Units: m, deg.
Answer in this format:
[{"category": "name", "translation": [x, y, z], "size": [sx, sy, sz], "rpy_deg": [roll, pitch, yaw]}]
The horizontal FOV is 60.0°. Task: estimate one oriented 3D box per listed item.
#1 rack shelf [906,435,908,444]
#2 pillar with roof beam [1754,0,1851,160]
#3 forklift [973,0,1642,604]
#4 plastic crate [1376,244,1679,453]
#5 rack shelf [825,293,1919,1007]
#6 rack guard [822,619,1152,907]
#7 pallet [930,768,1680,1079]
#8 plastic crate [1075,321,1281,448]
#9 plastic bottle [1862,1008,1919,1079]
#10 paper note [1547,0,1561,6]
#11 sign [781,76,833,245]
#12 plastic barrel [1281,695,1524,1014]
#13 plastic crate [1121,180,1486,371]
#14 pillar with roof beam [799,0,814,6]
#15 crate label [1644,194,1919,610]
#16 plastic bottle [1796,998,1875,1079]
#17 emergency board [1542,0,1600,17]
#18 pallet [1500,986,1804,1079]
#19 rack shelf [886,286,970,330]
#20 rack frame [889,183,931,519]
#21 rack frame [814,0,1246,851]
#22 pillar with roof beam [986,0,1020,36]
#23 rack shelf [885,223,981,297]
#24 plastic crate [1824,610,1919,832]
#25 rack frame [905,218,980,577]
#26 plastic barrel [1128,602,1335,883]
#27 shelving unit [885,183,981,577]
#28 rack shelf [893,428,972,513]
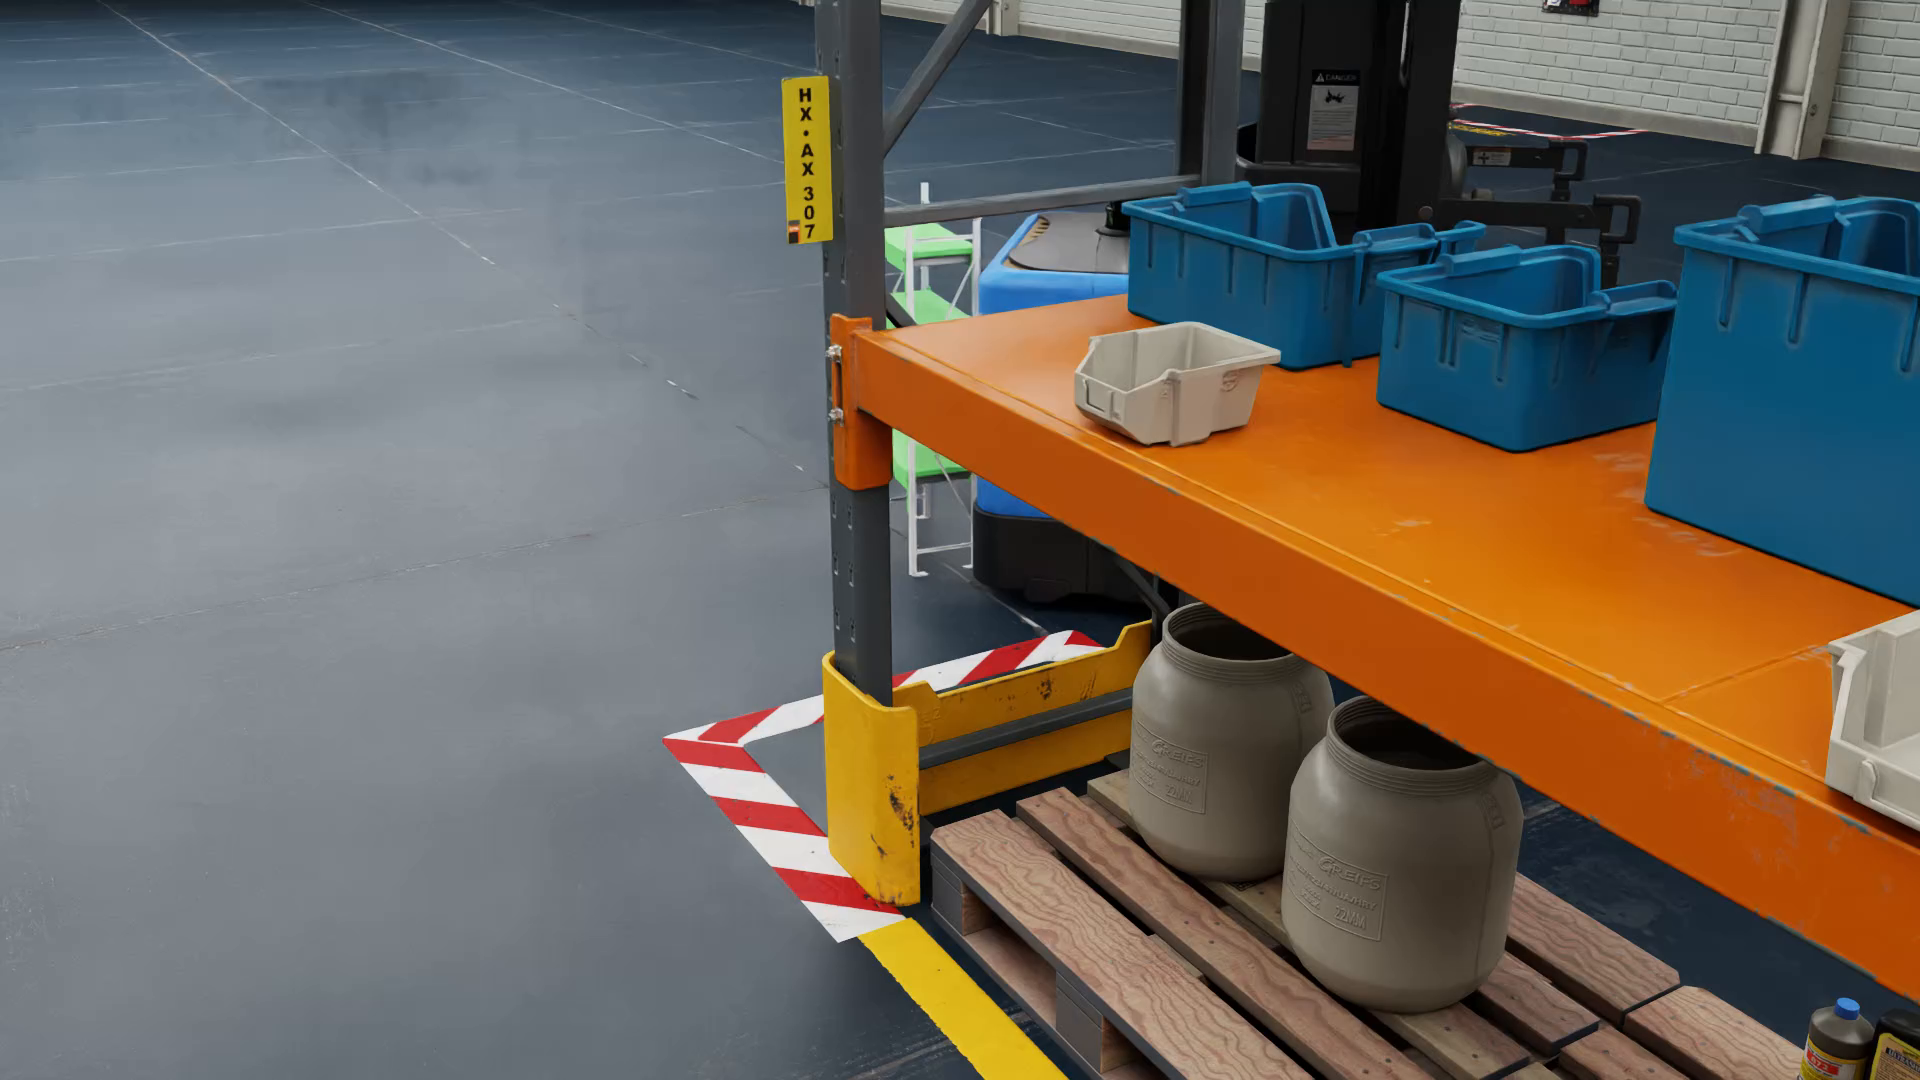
[{"category": "rack shelf", "translation": [-0.137, -0.479, 5.565], "size": [0.258, 0.148, 0.480], "rpy_deg": [-8, 23, -19]}, {"category": "pillar with roof beam", "translation": [3.024, -6.472, 9.783], "size": [9.100, 9.000, 0.400], "rpy_deg": [-13, 25, -28]}, {"category": "forklift", "translation": [1.612, -1.230, 4.944], "size": [3.031, 2.935, 1.130], "rpy_deg": [4, 23, 11]}, {"category": "plastic crate", "translation": [1.011, -0.348, 2.882], "size": [0.499, 0.251, 0.408], "rpy_deg": [-13, 25, -28]}, {"category": "rack shelf", "translation": [1.193, 0.248, 2.174], "size": [1.077, 0.370, 4.000], "rpy_deg": [-13, 25, -28]}, {"category": "rack guard", "translation": [0.251, 0.441, 4.064], "size": [1.175, 0.500, 0.348], "rpy_deg": [-13, 25, -28]}, {"category": "pallet", "translation": [0.661, 0.838, 3.468], "size": [1.003, 0.211, 1.213], "rpy_deg": [-13, 25, -28]}, {"category": "plastic crate", "translation": [0.352, -0.259, 2.816], "size": [0.298, 0.136, 0.250], "rpy_deg": [-13, 25, -28]}, {"category": "plastic bottle", "translation": [1.562, 0.866, 2.720], "size": [0.061, 0.283, 0.133], "rpy_deg": [-12, 25, -27]}, {"category": "paper note", "translation": [5.464, -4.990, 15.275], "size": [0.016, 0.148, 0.142], "rpy_deg": [-13, 25, -28]}, {"category": "sign", "translation": [-0.304, -0.757, 3.322], "size": [0.100, 0.325, 0.005], "rpy_deg": [-13, 25, -28]}, {"category": "plastic barrel", "translation": [0.829, 0.586, 3.133], "size": [0.421, 0.512, 0.421], "rpy_deg": [0, 22, 0]}, {"category": "plastic crate", "translation": [0.684, -0.560, 3.402], "size": [0.499, 0.251, 0.616], "rpy_deg": [-13, 25, -28]}, {"category": "pillar with roof beam", "translation": [-6.171, -12.299, 24.118], "size": [9.100, 9.000, 0.400], "rpy_deg": [-13, 25, -28]}, {"category": "crate label", "translation": [1.344, -0.206, 2.287], "size": [0.502, 0.435, 0.616], "rpy_deg": [-13, 25, -28]}, {"category": "plastic bottle", "translation": [1.486, 0.870, 2.820], "size": [0.097, 0.201, 0.097], "rpy_deg": [0, 22, 0]}, {"category": "emergency board", "translation": [5.495, -5.328, 14.936], "size": [0.194, 1.169, 0.643], "rpy_deg": [-13, 25, -28]}, {"category": "pallet", "translation": [1.280, 1.233, 2.498], "size": [1.003, 0.211, 1.213], "rpy_deg": [-13, 25, -28]}, {"category": "rack shelf", "translation": [-0.137, -0.701, 5.475], "size": [0.258, 0.148, 0.480], "rpy_deg": [-8, 23, -19]}, {"category": "rack frame", "translation": [-0.222, -0.624, 5.753], "size": [0.240, 1.200, 0.015], "rpy_deg": [-8, 23, -19]}, {"category": "rack frame", "translation": [0.171, -0.733, 3.631], "size": [1.000, 3.000, 0.127], "rpy_deg": [-13, 25, -28]}, {"category": "pillar with roof beam", "translation": [-3.106, -10.356, 19.340], "size": [9.100, 9.000, 0.400], "rpy_deg": [-13, 25, -28]}, {"category": "rack shelf", "translation": [-0.137, -0.923, 5.384], "size": [0.258, 0.148, 0.480], "rpy_deg": [-8, 23, -19]}, {"category": "plastic crate", "translation": [1.167, 0.207, 1.669], "size": [0.530, 0.136, 0.437], "rpy_deg": [-13, 25, -28]}, {"category": "rack frame", "translation": [-0.053, -0.452, 5.329], "size": [0.240, 1.200, 0.015], "rpy_deg": [-8, 23, -19]}, {"category": "plastic barrel", "translation": [0.573, 0.423, 3.533], "size": [0.421, 0.512, 0.421], "rpy_deg": [0, 22, 0]}, {"category": "shelving unit", "translation": [-0.137, -0.538, 5.541], "size": [0.258, 1.200, 0.503], "rpy_deg": [-8, 23, -19]}, {"category": "rack shelf", "translation": [-0.137, -0.256, 5.656], "size": [0.258, 0.148, 0.480], "rpy_deg": [-8, 23, -19]}]
